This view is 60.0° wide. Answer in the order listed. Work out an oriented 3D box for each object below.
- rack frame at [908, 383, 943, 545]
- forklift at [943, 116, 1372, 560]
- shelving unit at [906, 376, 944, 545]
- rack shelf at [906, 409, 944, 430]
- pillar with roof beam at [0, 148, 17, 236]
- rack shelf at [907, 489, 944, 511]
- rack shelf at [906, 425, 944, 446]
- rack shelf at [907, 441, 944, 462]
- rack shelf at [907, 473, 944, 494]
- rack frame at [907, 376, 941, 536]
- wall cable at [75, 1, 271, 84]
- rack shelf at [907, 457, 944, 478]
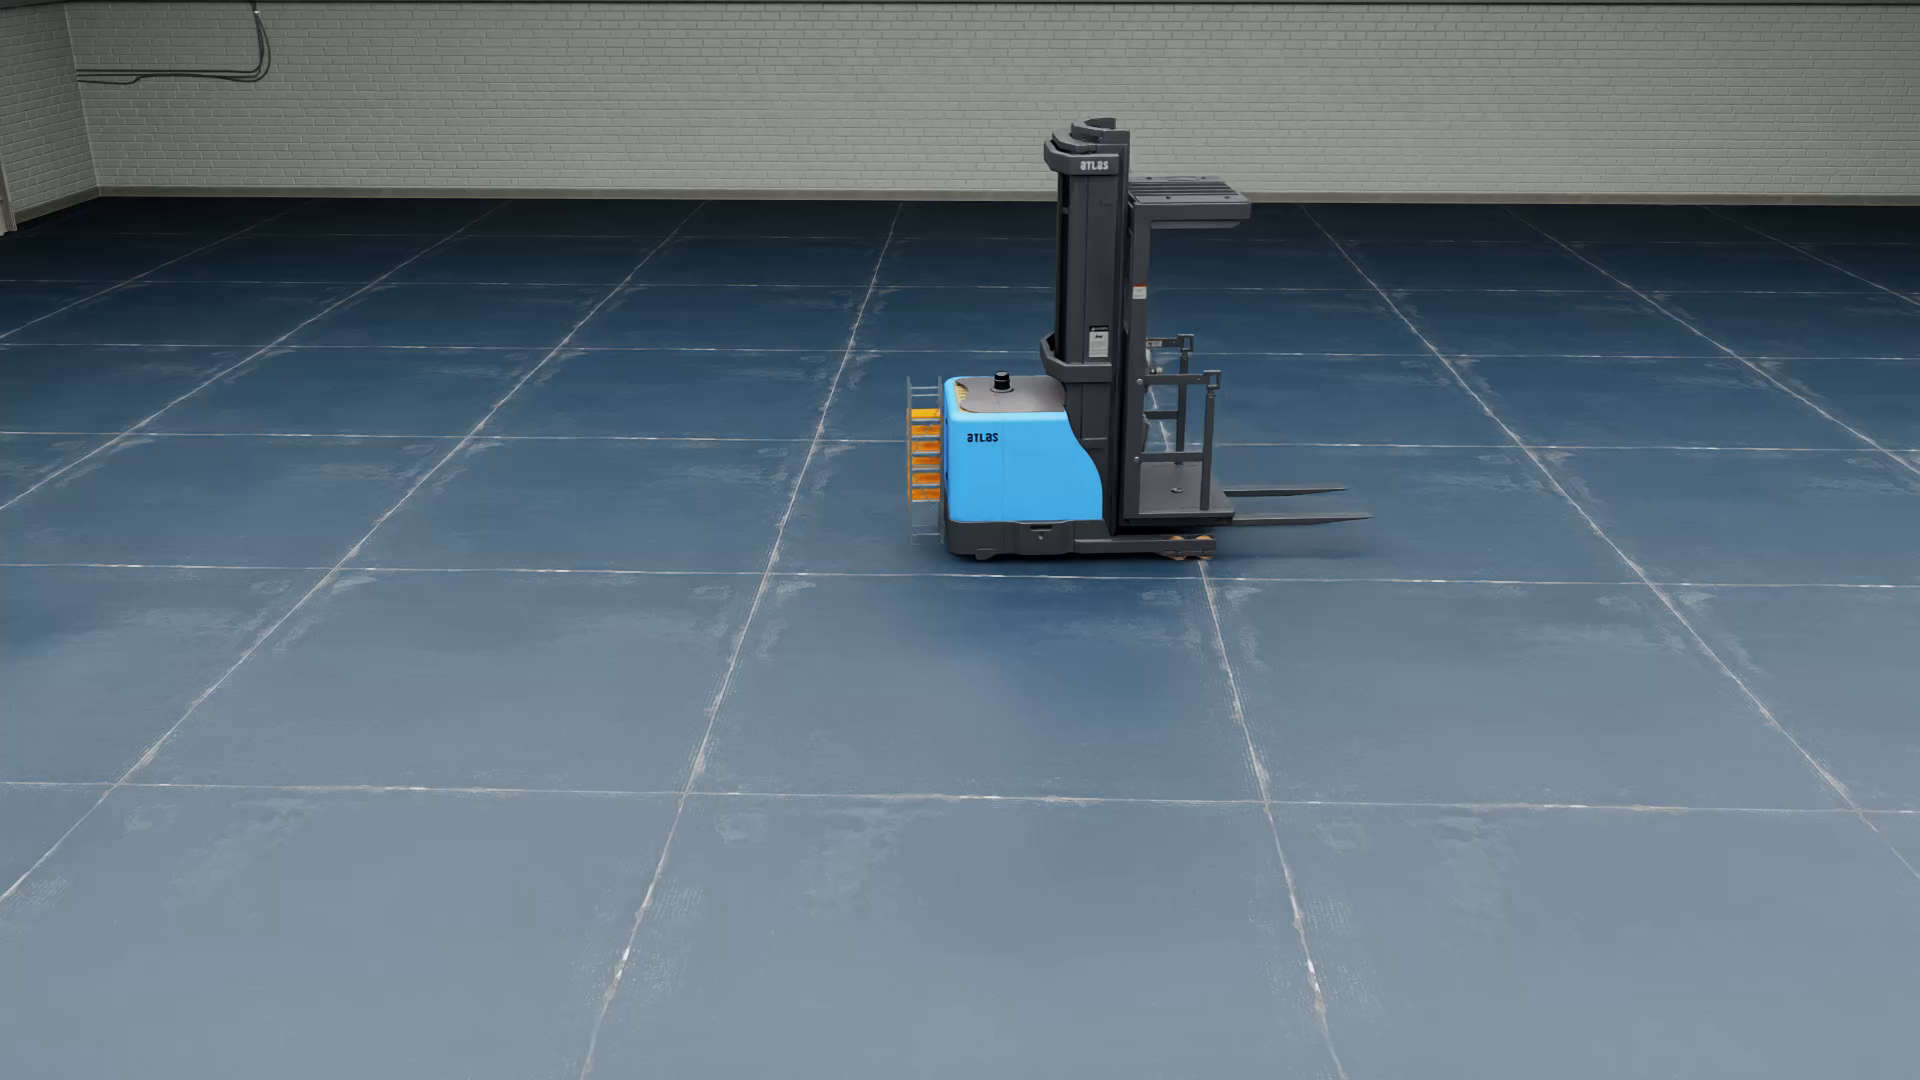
[{"bbox_3d":[-0.239,-0.525,11.724,0.240,1.200,0.006,-2,21,-4],"label":"rack frame"},{"bbox_3d":[1.408,-1.414,11.622,3.031,2.935,1.130,-1,21,-3],"label":"forklift"},{"bbox_3d":[-0.246,-0.558,11.809,0.258,1.200,0.189,-2,21,-4],"label":"shelving unit"},{"bbox_3d":[-0.246,-0.853,11.695,0.258,0.103,0.180,-2,21,-4],"label":"rack shelf"},{"bbox_3d":[-8.975,-8.392,21.217,9.100,9.000,0.400,1,21,2],"label":"pillar with roof beam"},{"bbox_3d":[-0.246,-0.293,11.912,0.258,0.103,0.180,-2,21,-4],"label":"rack shelf"},{"bbox_3d":[-0.246,-0.741,11.739,0.258,0.103,0.180,-2,21,-4],"label":"rack shelf"},{"bbox_3d":[-0.246,-0.629,11.782,0.258,0.103,0.180,-2,21,-4],"label":"rack shelf"},{"bbox_3d":[-0.246,-0.405,11.869,0.258,0.103,0.180,-2,21,-4],"label":"rack shelf"},{"bbox_3d":[-0.253,-0.591,11.894,0.240,1.200,0.006,-2,21,-4],"label":"rack frame"},{"bbox_3d":[-11.867,-8.042,24.609,3.097,2.526,0.112,1,21,2],"label":"wall cable"},{"bbox_3d":[-0.246,-0.517,11.825,0.258,0.103,0.180,-2,21,-4],"label":"rack shelf"}]
